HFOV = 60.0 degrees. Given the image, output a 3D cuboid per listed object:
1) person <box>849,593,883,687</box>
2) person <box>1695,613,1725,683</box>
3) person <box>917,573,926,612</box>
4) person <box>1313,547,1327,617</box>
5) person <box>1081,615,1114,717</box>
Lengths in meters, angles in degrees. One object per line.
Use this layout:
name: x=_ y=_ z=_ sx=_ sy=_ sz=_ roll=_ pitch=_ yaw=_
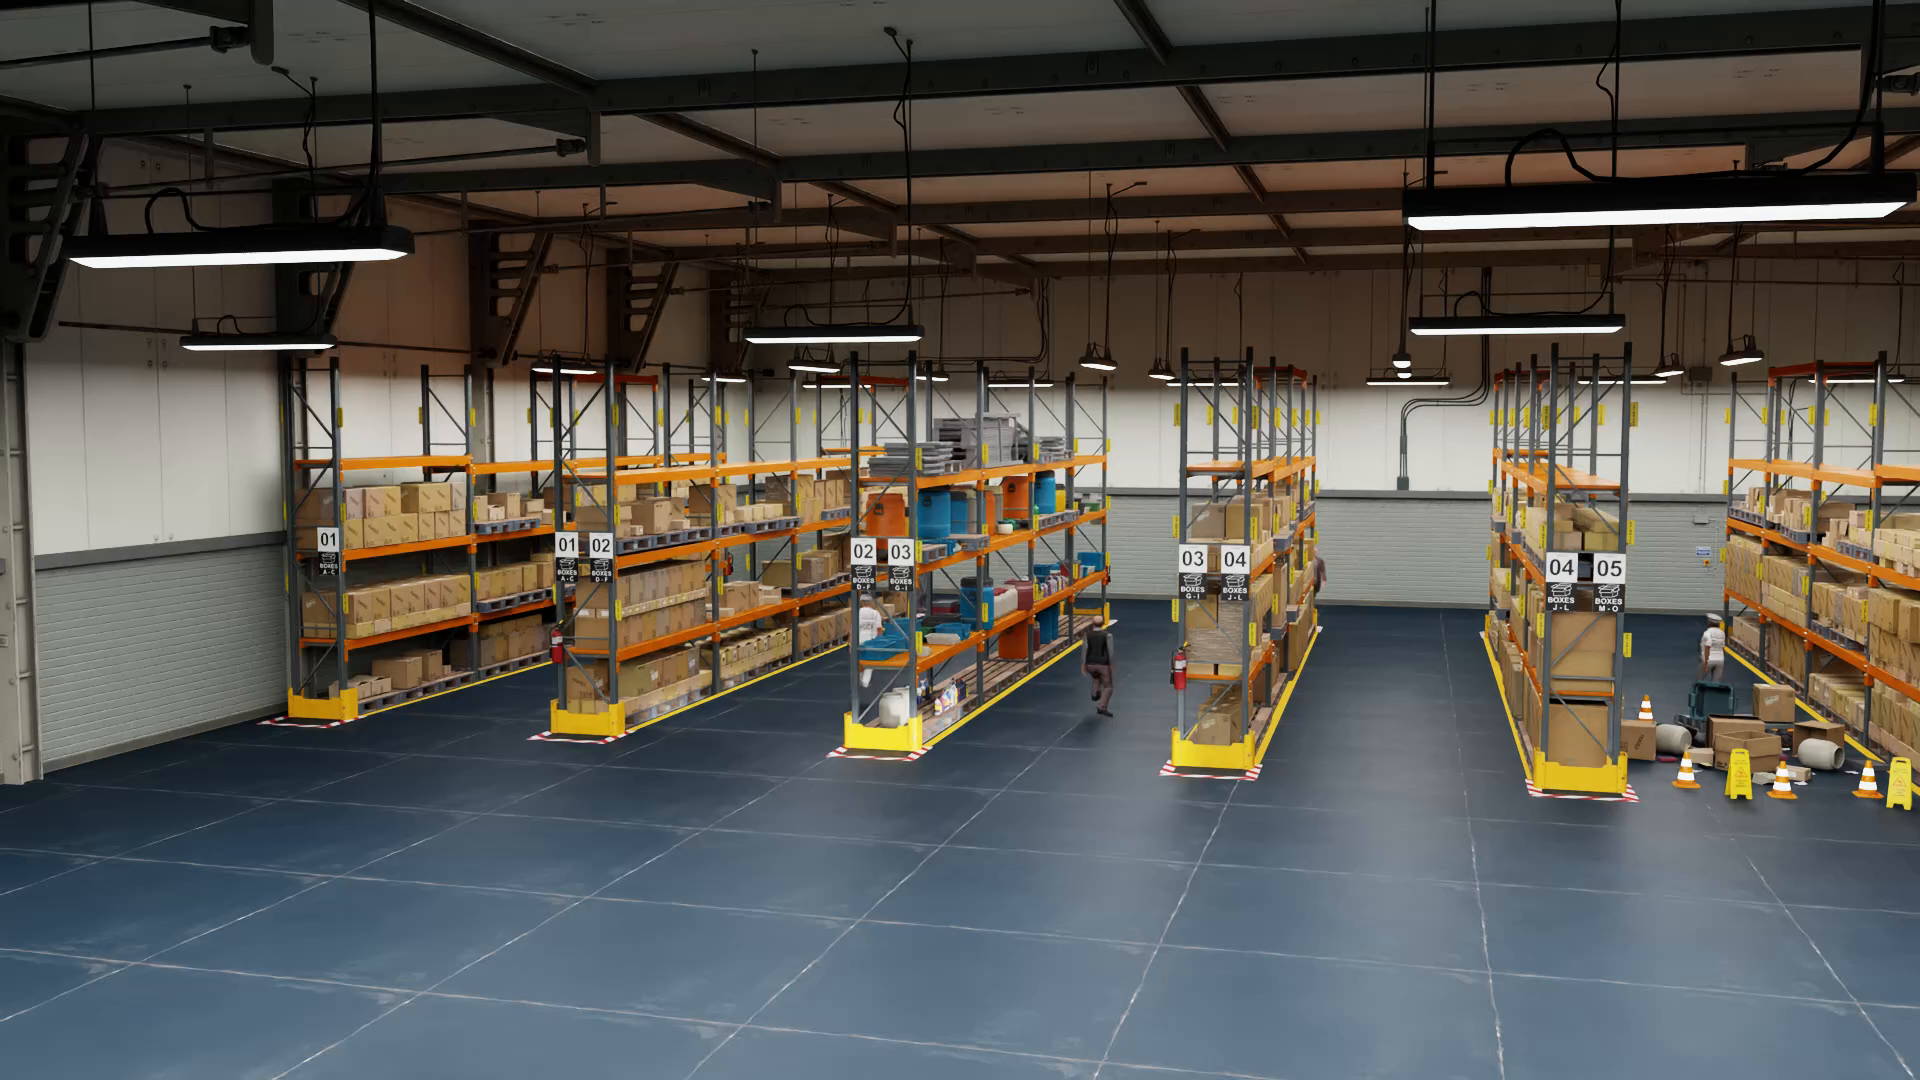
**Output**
person: x=-1.650 y=1.786 z=29.261 sx=0.577 sy=1.707 sz=0.665 roll=0 pitch=4 yaw=4
person: x=12.766 y=2.095 z=28.190 sx=0.464 sy=1.690 sz=0.510 roll=0 pitch=4 yaw=-4
person: x=-0.942 y=1.024 z=42.836 sx=0.435 sy=1.645 sz=0.441 roll=2 pitch=5 yaw=30
person: x=8.904 y=1.039 z=41.838 sx=0.568 sy=1.707 sz=1.164 roll=-1 pitch=4 yaw=-12
person: x=2.319 y=2.087 z=27.758 sx=0.561 sy=1.674 sz=0.679 roll=1 pitch=4 yaw=20
